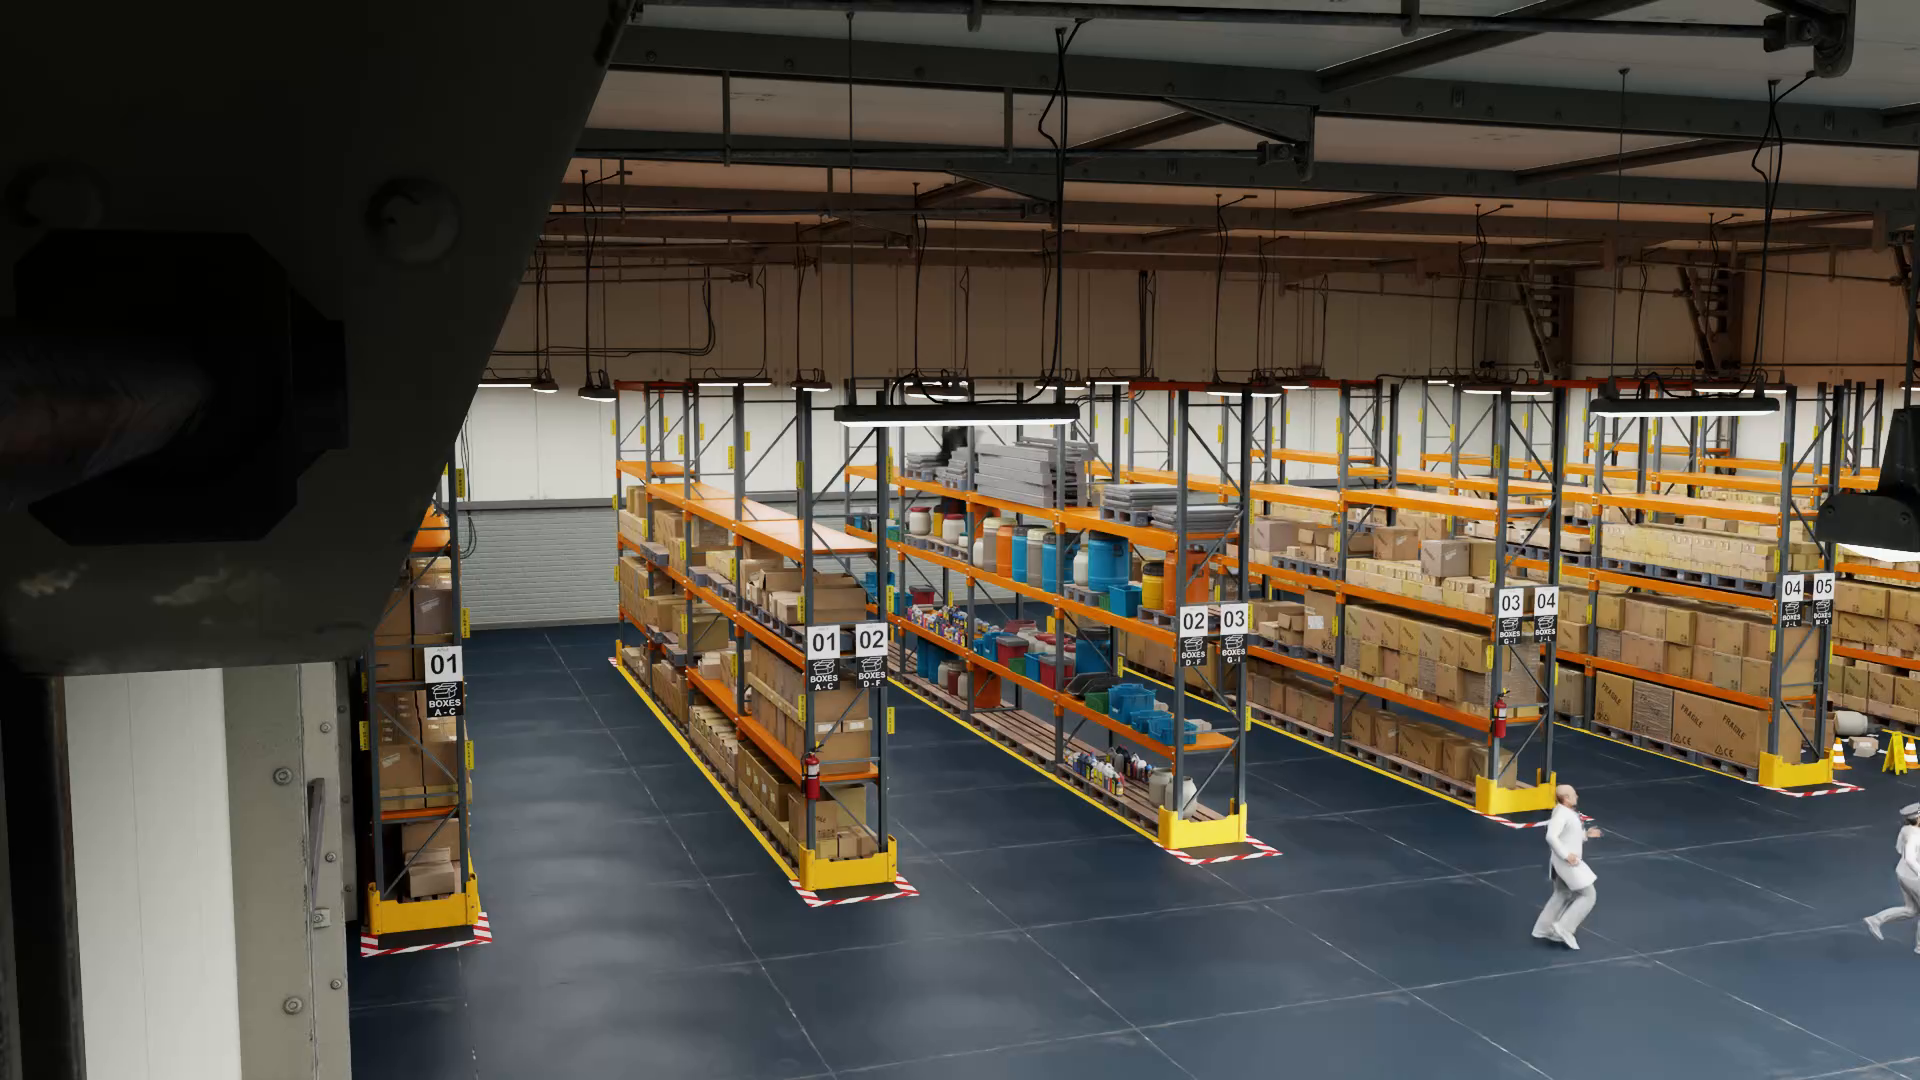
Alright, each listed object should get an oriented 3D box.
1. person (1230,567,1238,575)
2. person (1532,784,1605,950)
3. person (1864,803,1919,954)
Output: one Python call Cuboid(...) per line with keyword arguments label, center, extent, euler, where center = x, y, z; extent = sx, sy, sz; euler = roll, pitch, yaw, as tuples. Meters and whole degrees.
Cuboid(label="person", center=(6.824, 1.186, 41.010), extent=(0.889, 1.612, 0.611), euler=(-3, 7, -26))
Cuboid(label="person", center=(6.634, 3.553, 18.072), extent=(0.737, 1.808, 0.670), euler=(1, 6, 8))
Cuboid(label="person", center=(10.164, 3.621, 17.788), extent=(0.760, 1.670, 0.635), euler=(1, 6, 12))
